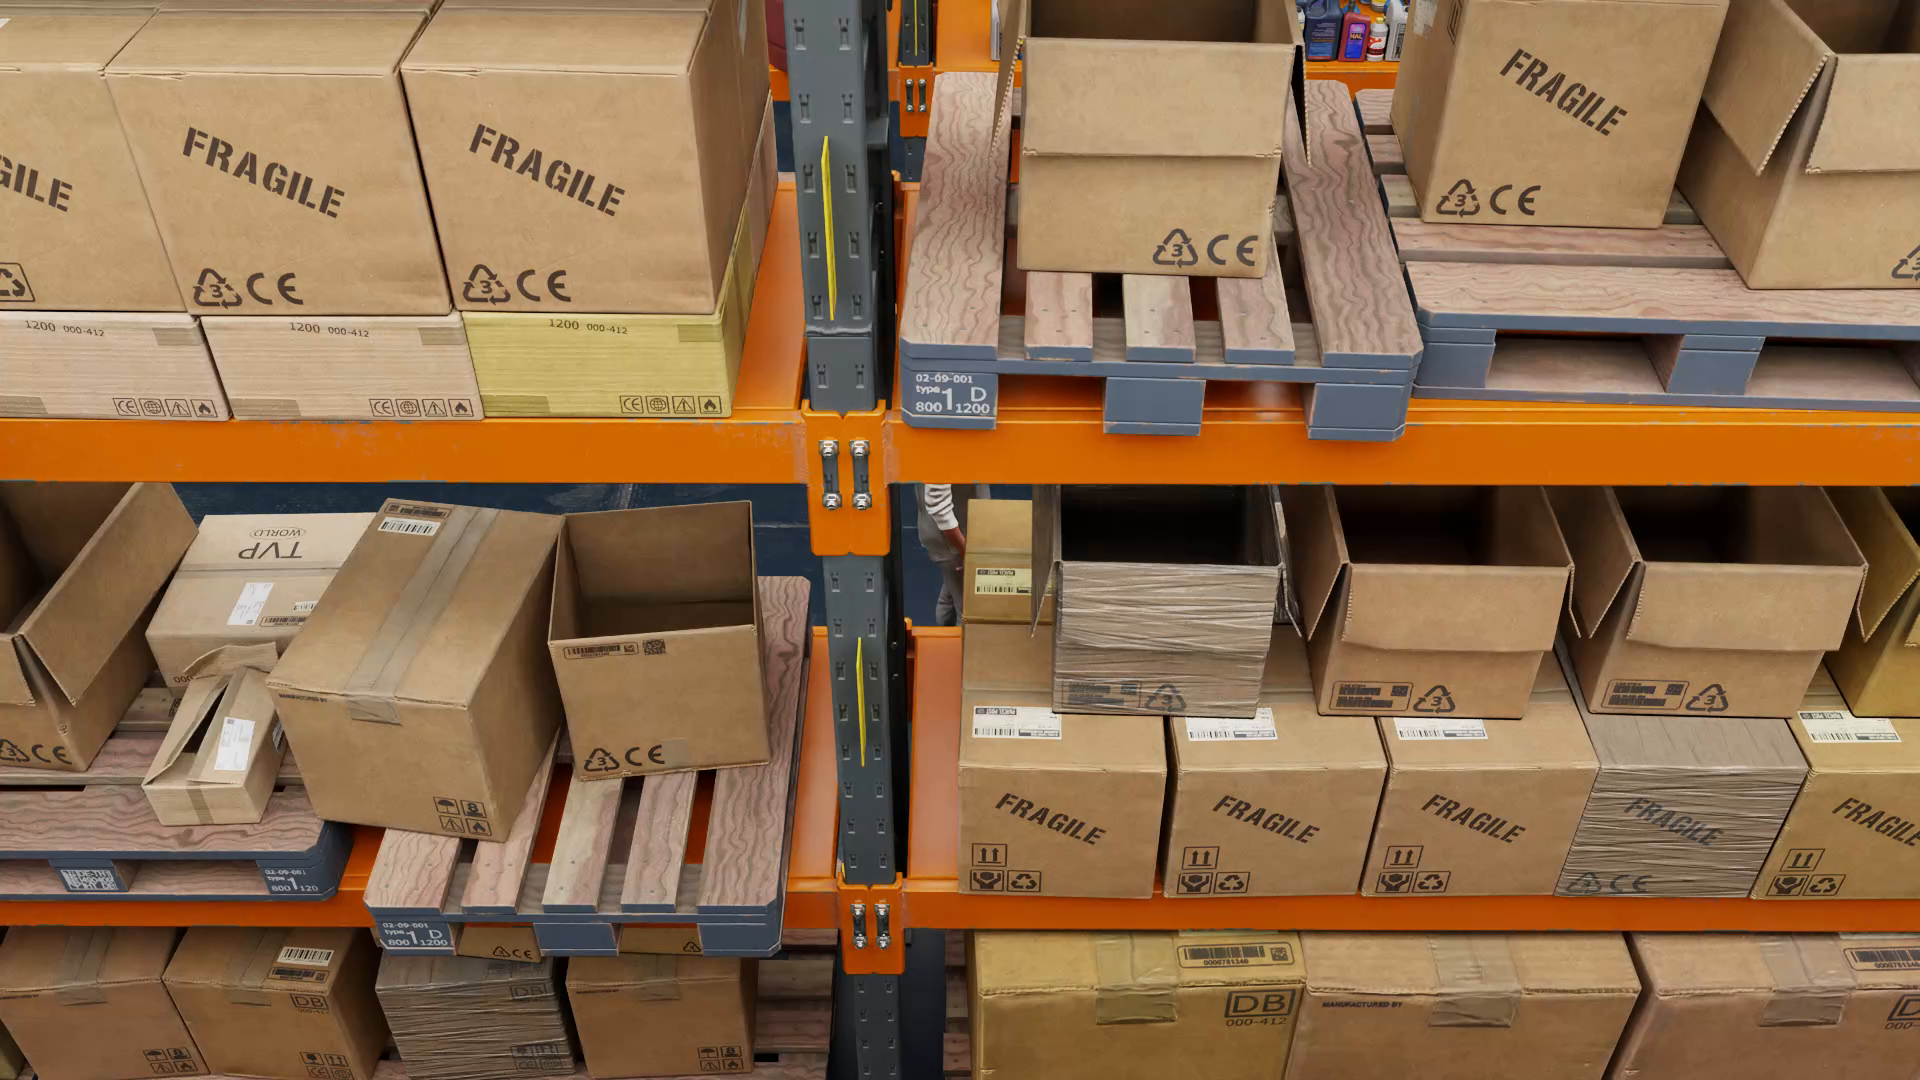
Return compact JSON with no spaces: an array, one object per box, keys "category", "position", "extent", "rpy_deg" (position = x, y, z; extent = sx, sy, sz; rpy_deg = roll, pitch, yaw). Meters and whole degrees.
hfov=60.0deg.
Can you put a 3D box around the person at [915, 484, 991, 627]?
[{"category":"person","position":[0.063,-0.038,6.195],"extent":[0.474,1.597,0.521],"rpy_deg":[0,40,0]}]
